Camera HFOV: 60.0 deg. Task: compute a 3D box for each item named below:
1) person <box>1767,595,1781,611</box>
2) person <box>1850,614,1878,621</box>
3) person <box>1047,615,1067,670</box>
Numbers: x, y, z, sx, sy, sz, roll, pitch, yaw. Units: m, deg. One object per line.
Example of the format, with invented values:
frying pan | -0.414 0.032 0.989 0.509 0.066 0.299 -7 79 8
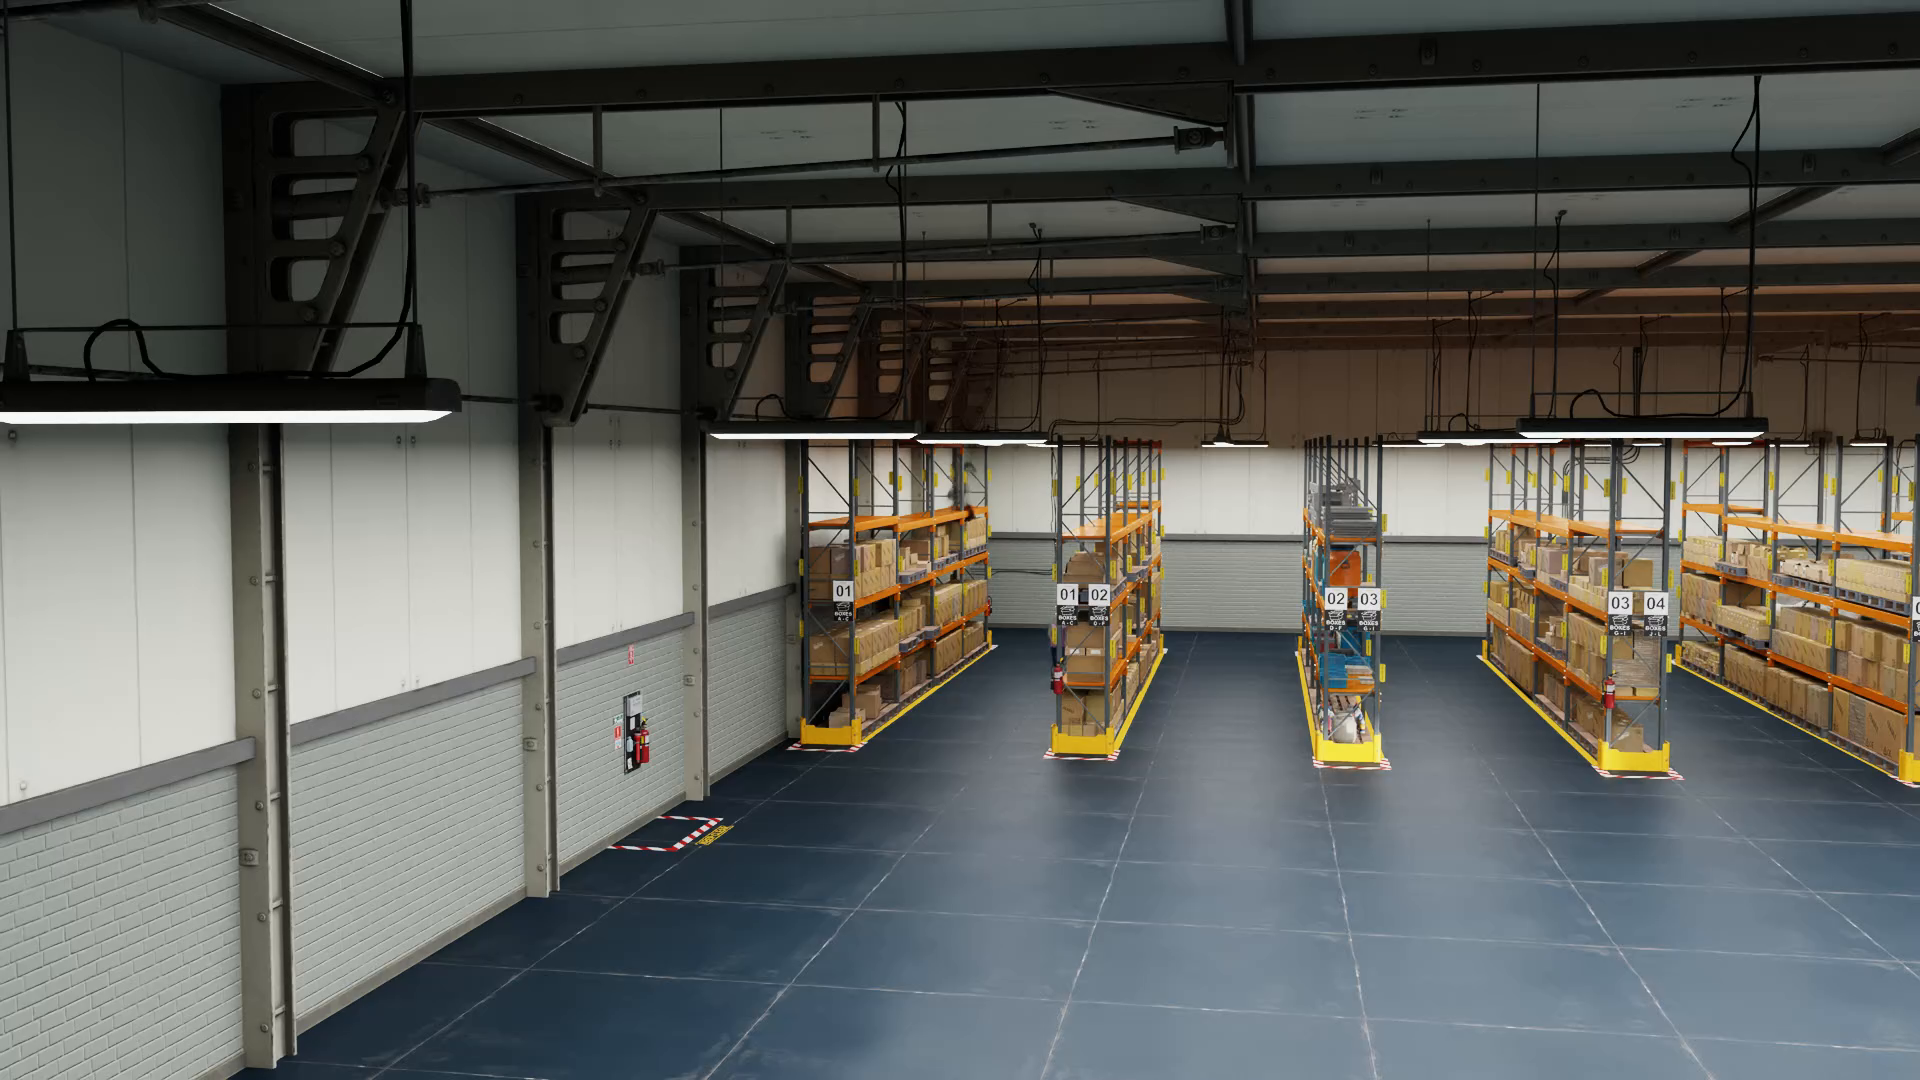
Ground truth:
person | 22.368 2.360 45.957 0.672 1.743 0.690 -1 3 -11
person | 24.498 2.452 45.008 0.724 1.764 0.657 1 3 19
person | 2.434 2.674 41.579 0.508 1.604 0.667 1 3 15
